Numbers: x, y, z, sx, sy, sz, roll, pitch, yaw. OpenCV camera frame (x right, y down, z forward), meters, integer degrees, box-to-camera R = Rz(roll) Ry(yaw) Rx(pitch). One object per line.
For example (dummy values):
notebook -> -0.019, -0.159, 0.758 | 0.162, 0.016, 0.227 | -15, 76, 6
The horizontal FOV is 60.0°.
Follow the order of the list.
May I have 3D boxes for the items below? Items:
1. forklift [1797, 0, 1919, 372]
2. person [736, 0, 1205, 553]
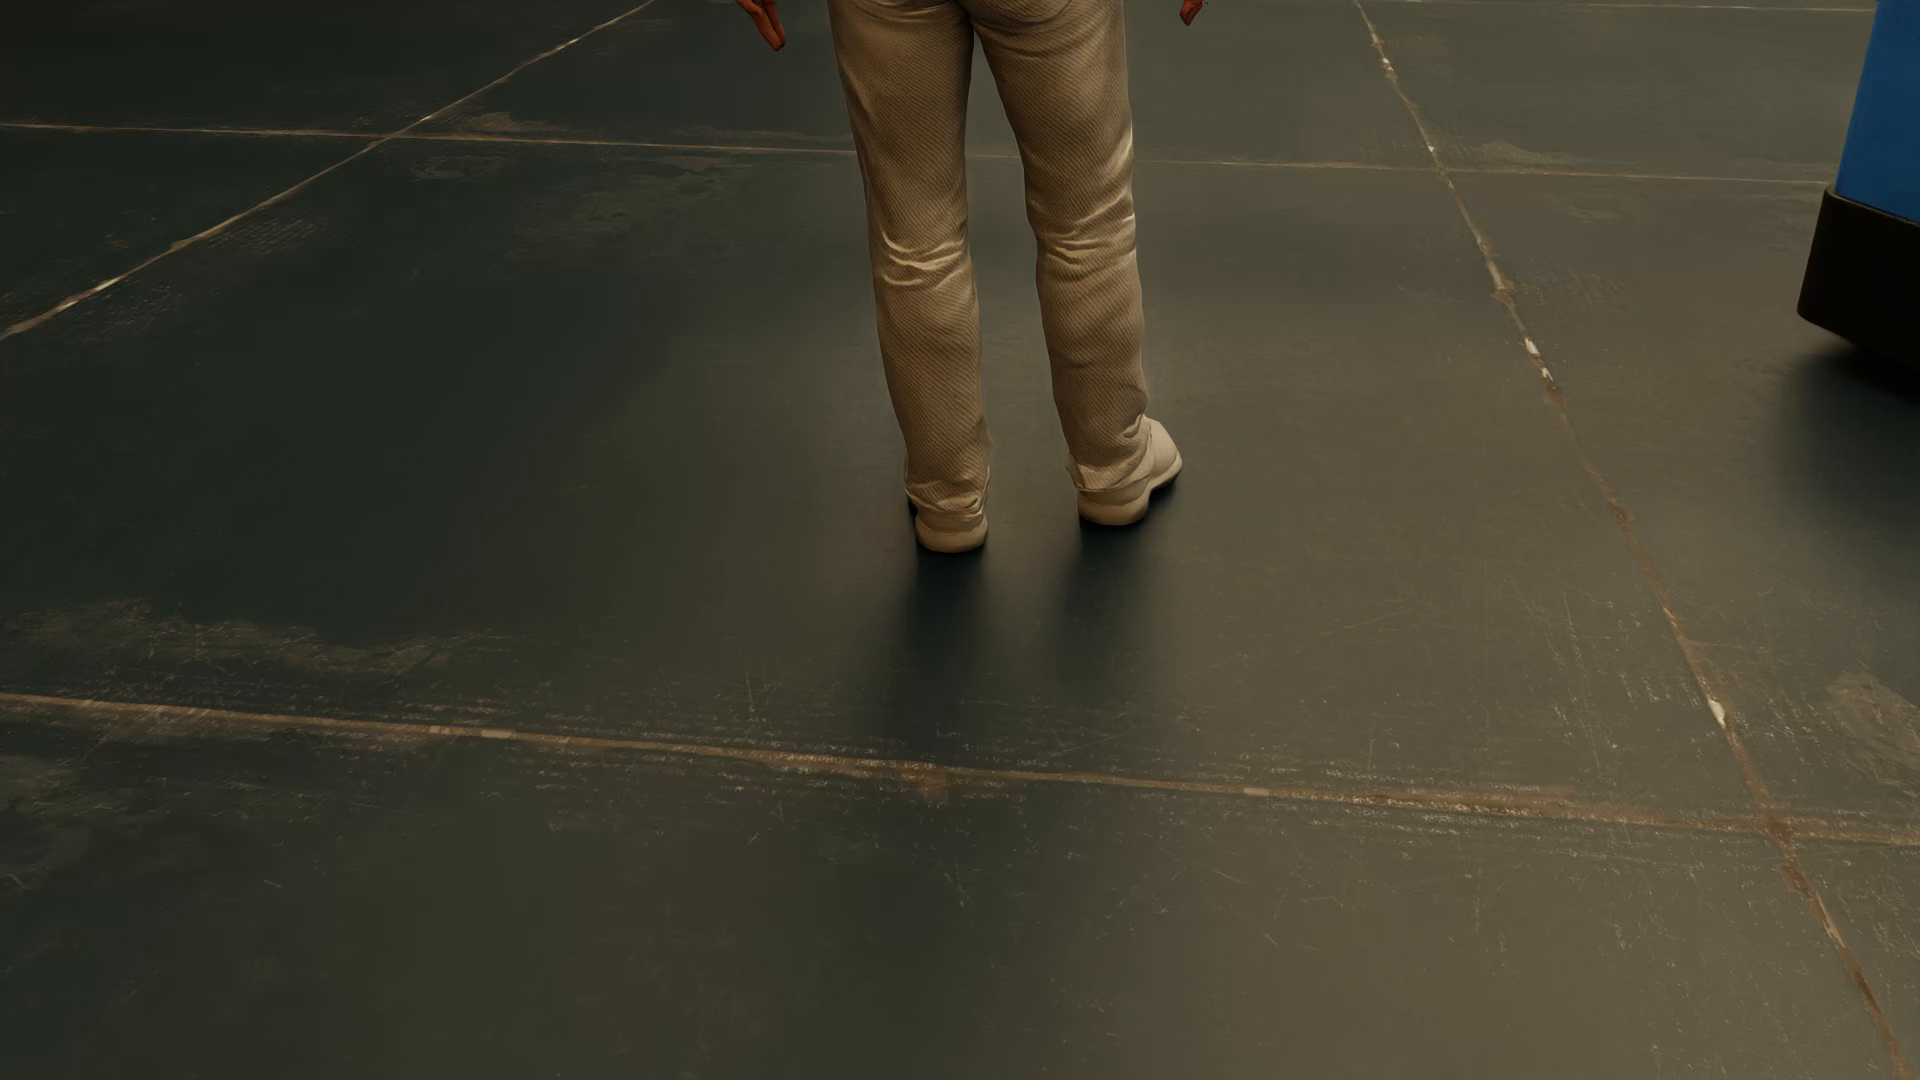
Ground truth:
forklift -> 3.192, -1.660, 2.543 | 3.031, 2.935, 1.130 | -7, 27, -14
person -> 0.014, -0.827, 2.164 | 0.666, 1.768, 0.575 | 3, 27, 7
